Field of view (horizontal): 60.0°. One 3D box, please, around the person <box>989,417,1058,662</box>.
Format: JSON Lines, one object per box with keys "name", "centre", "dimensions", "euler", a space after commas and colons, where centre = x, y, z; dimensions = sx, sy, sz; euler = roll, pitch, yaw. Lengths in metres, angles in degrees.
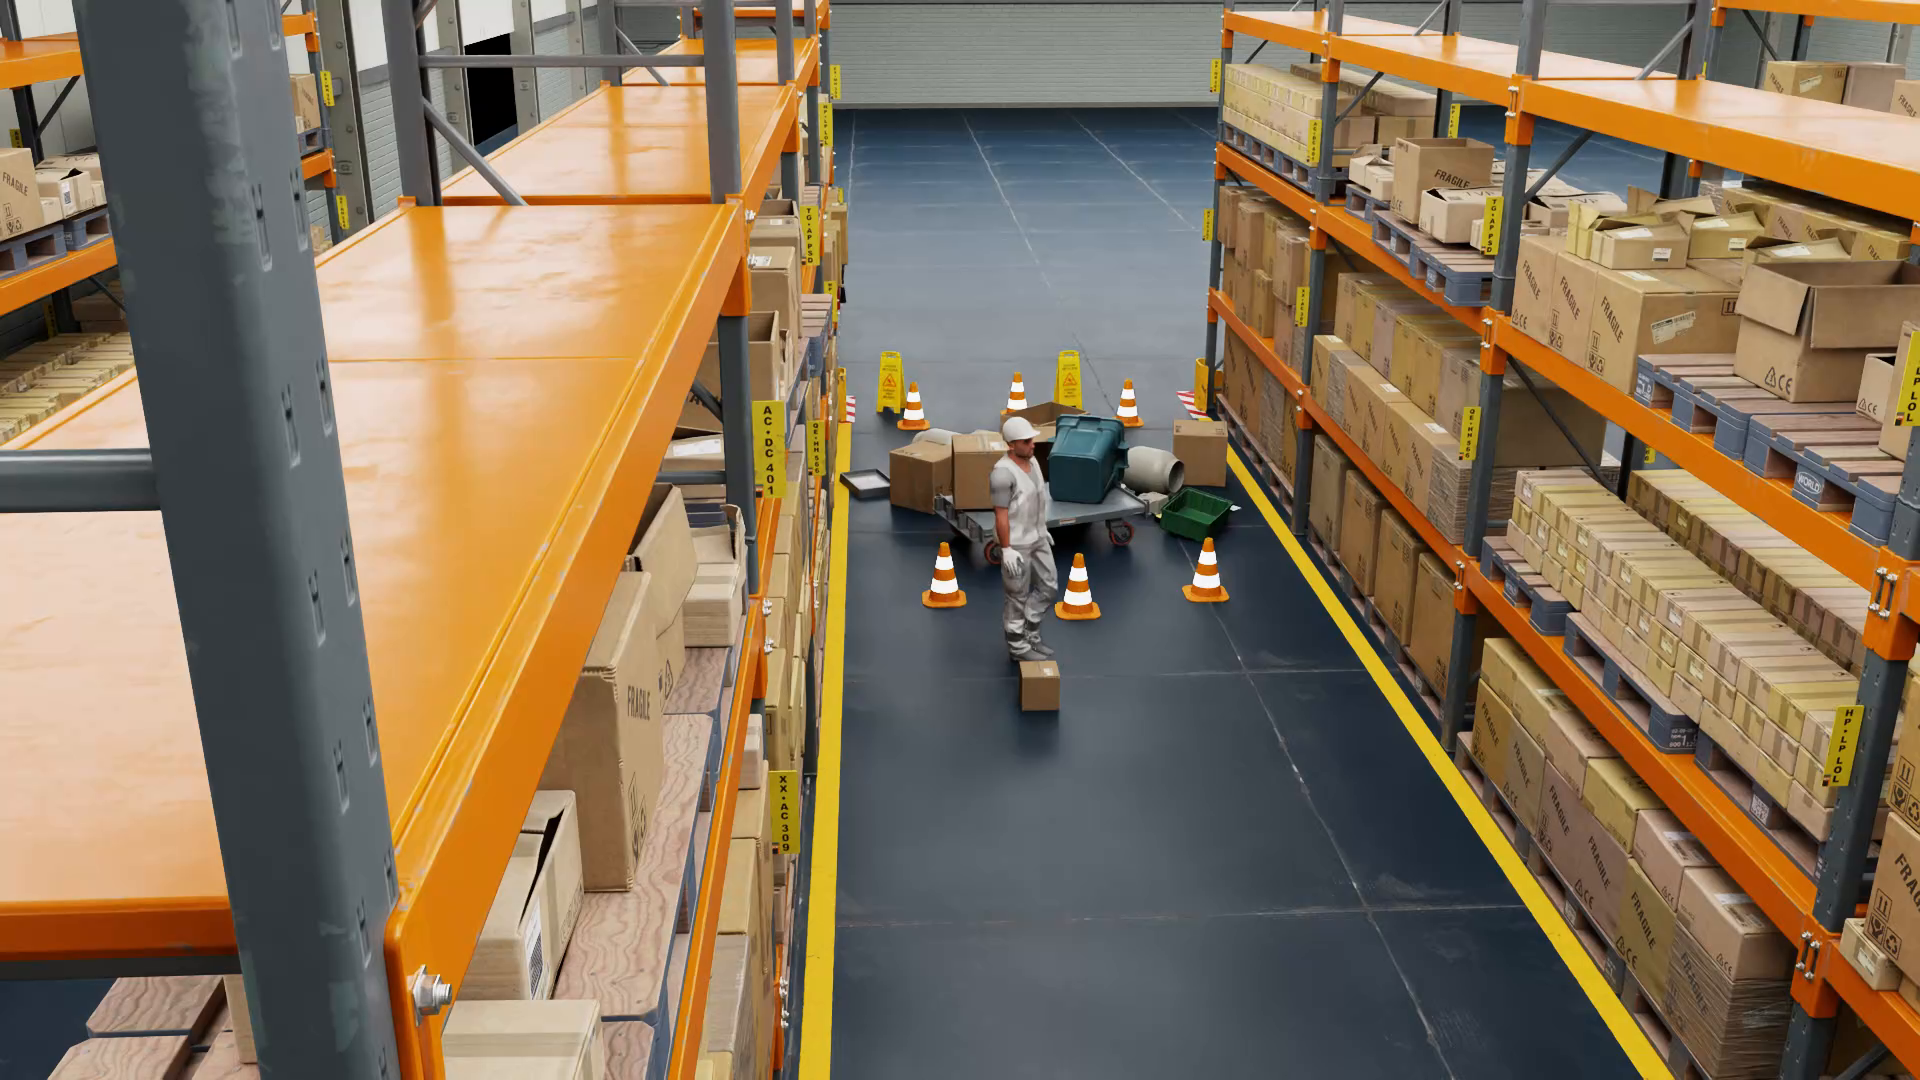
{"name": "person", "centre": [0.450, 0.031, 11.467], "dimensions": [0.399, 1.816, 0.567], "euler": [13, 24, 32]}
